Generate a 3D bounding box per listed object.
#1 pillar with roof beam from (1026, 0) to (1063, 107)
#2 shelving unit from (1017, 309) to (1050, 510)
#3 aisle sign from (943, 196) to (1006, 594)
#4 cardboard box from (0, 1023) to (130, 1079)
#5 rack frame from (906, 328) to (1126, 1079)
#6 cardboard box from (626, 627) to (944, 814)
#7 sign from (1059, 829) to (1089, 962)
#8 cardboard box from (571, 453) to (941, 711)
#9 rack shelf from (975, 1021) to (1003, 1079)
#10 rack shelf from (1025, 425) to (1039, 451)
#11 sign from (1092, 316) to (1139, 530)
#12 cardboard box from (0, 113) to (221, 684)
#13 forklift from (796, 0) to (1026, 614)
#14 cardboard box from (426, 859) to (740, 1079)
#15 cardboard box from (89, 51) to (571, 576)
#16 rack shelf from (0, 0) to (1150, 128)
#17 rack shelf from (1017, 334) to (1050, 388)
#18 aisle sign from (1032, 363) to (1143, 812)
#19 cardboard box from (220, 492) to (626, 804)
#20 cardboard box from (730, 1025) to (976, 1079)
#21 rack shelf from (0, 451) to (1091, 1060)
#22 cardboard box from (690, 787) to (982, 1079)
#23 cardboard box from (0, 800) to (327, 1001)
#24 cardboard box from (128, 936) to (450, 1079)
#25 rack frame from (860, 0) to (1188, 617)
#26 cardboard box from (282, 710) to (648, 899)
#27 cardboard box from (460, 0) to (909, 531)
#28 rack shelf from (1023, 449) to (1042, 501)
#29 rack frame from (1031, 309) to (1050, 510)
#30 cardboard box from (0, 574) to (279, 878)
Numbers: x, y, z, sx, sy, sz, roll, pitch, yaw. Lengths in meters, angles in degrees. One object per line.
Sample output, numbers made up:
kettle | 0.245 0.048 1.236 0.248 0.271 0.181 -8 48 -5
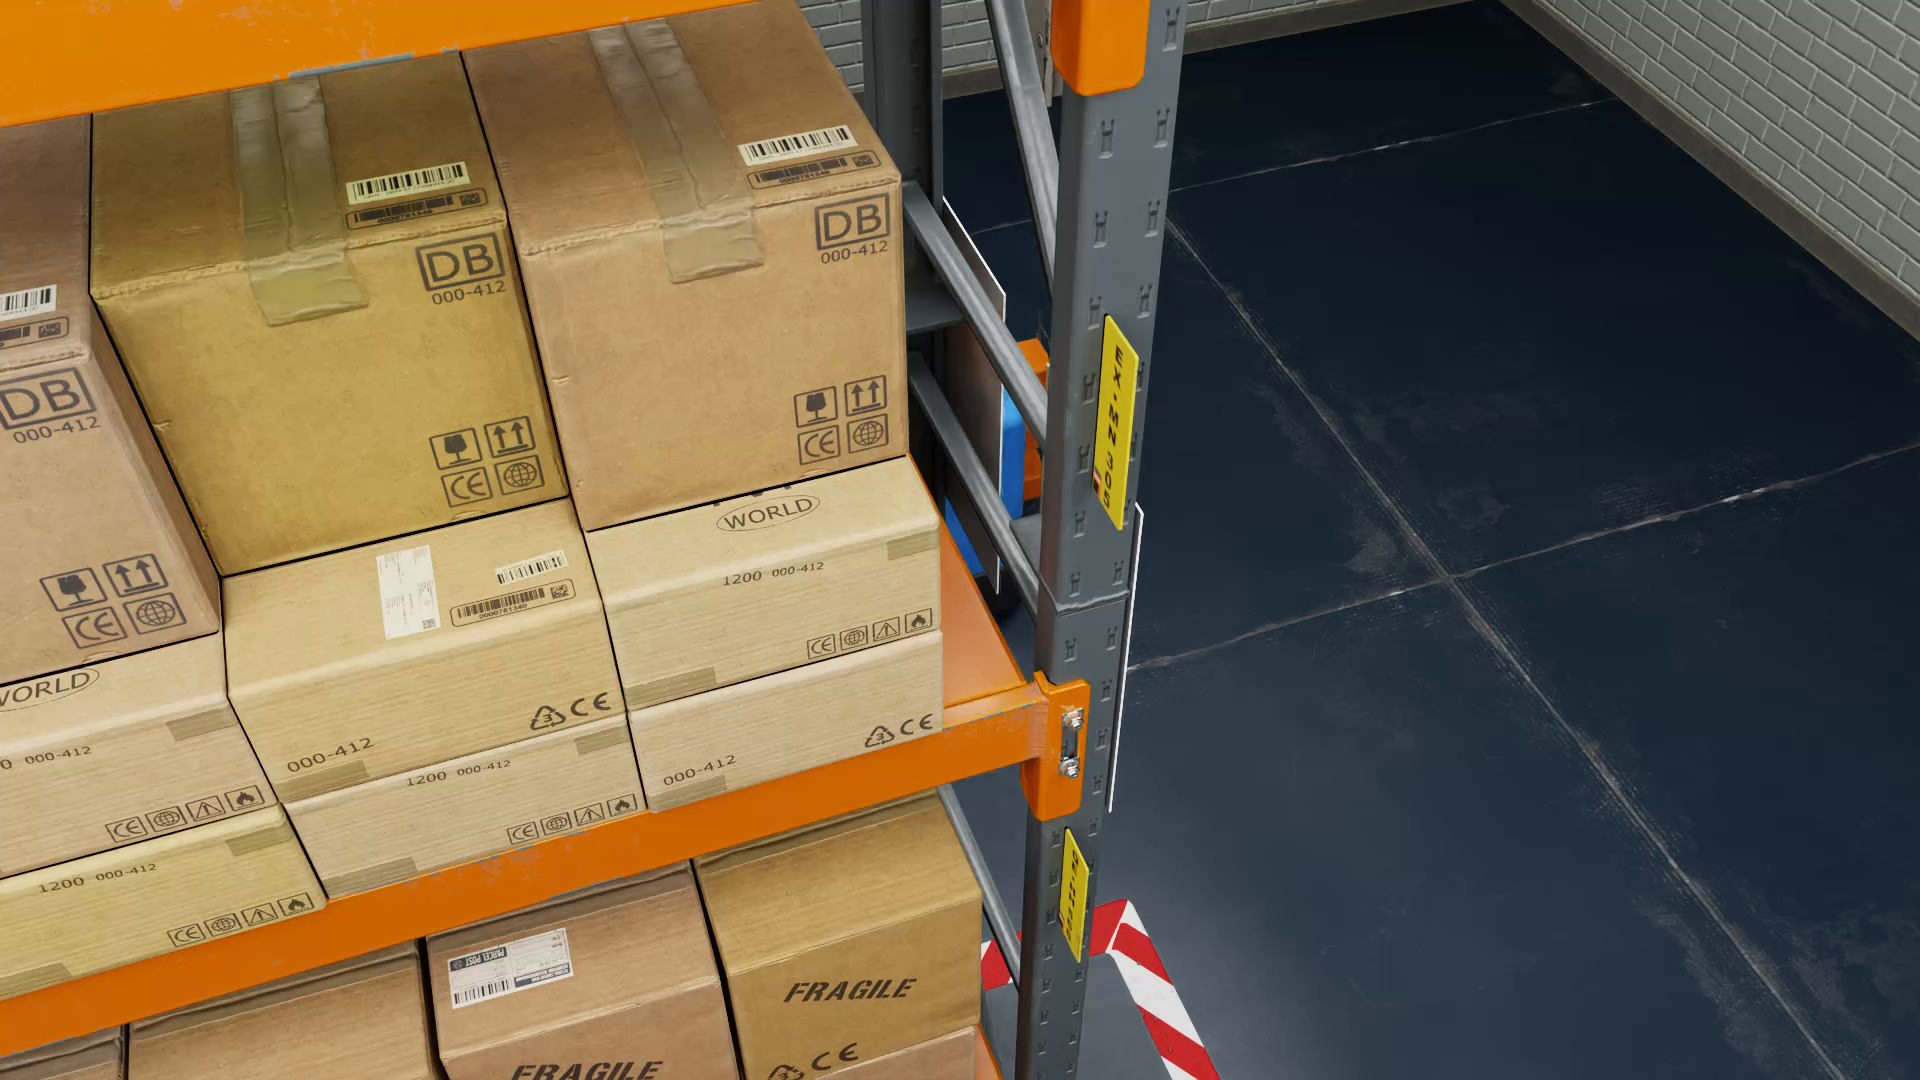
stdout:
pillar with roof beam | 2.071 -2.938 3.635 0.400 9.000 9.100 -14 47 -14
shelving unit | 0.232 -0.432 6.749 0.252 1.050 0.215 -15 47 -15
aisle sign | 0.013 -0.294 3.399 0.004 0.787 0.394 -14 47 -14
cardboard box | -1.720 1.112 3.057 0.500 0.500 0.500 -13 47 -13
rack frame | 0.049 0.836 4.108 0.127 3.000 1.000 -14 47 -14
cardboard box | -0.345 0.129 2.801 0.500 0.250 0.500 -14 47 -14
sign | 0.219 0.690 3.213 0.005 0.325 0.100 -14 47 -14
cardboard box | -0.348 -0.053 2.629 0.500 0.250 0.500 -14 47 -14
rack shelf | -1.832 1.571 3.884 4.000 0.370 1.077 -14 47 -14
rack shelf | 0.232 -0.425 6.756 0.240 0.259 0.215 -15 47 -15
sign | 0.219 -0.161 2.359 0.005 0.325 0.100 -14 47 -14
cardboard box | -1.362 -0.221 2.268 0.500 0.500 0.700 -14 47 -14
forklift | -1.314 -0.698 5.686 3.031 2.935 1.130 -15 47 -15
cardboard box | -0.751 0.860 3.308 0.500 0.500 0.500 -13 47 -13
cardboard box | -0.928 -0.413 2.458 0.500 0.500 0.700 -14 47 -14
rack shelf | -1.832 -0.545 1.760 4.000 0.370 1.077 -14 47 -14
rack shelf | 0.232 -0.625 6.555 0.240 0.259 0.215 -15 47 -15
aisle sign | 0.217 0.106 3.000 0.004 0.787 0.394 -14 47 -14
cardboard box | -0.818 0.068 2.509 0.500 0.250 0.500 -14 47 -14
cardboard box | -0.280 1.090 3.785 0.500 0.500 0.500 -13 47 -13
rack shelf | -1.832 0.512 2.821 4.000 0.370 1.077 -14 47 -14
cardboard box | -0.276 0.738 3.429 0.500 0.500 0.500 -15 47 -14
cardboard box | -1.285 0.371 2.560 0.500 0.250 0.500 -14 47 -14
cardboard box | -1.237 0.988 3.180 0.500 0.500 0.500 -13 47 -13
rack frame | 0.049 -1.282 1.983 0.127 3.000 1.000 -14 47 -14
cardboard box | -0.819 0.242 2.688 0.500 0.250 0.500 -14 47 -14
cardboard box | -0.429 -0.477 2.522 0.500 0.500 0.700 -14 47 -14
rack shelf | 0.232 -0.229 6.953 0.240 0.259 0.215 -15 47 -15
rack frame | 0.346 -0.463 6.779 0.008 1.050 0.200 -15 47 -15
cardboard box | -1.289 0.185 2.392 0.500 0.250 0.500 -14 47 -14
